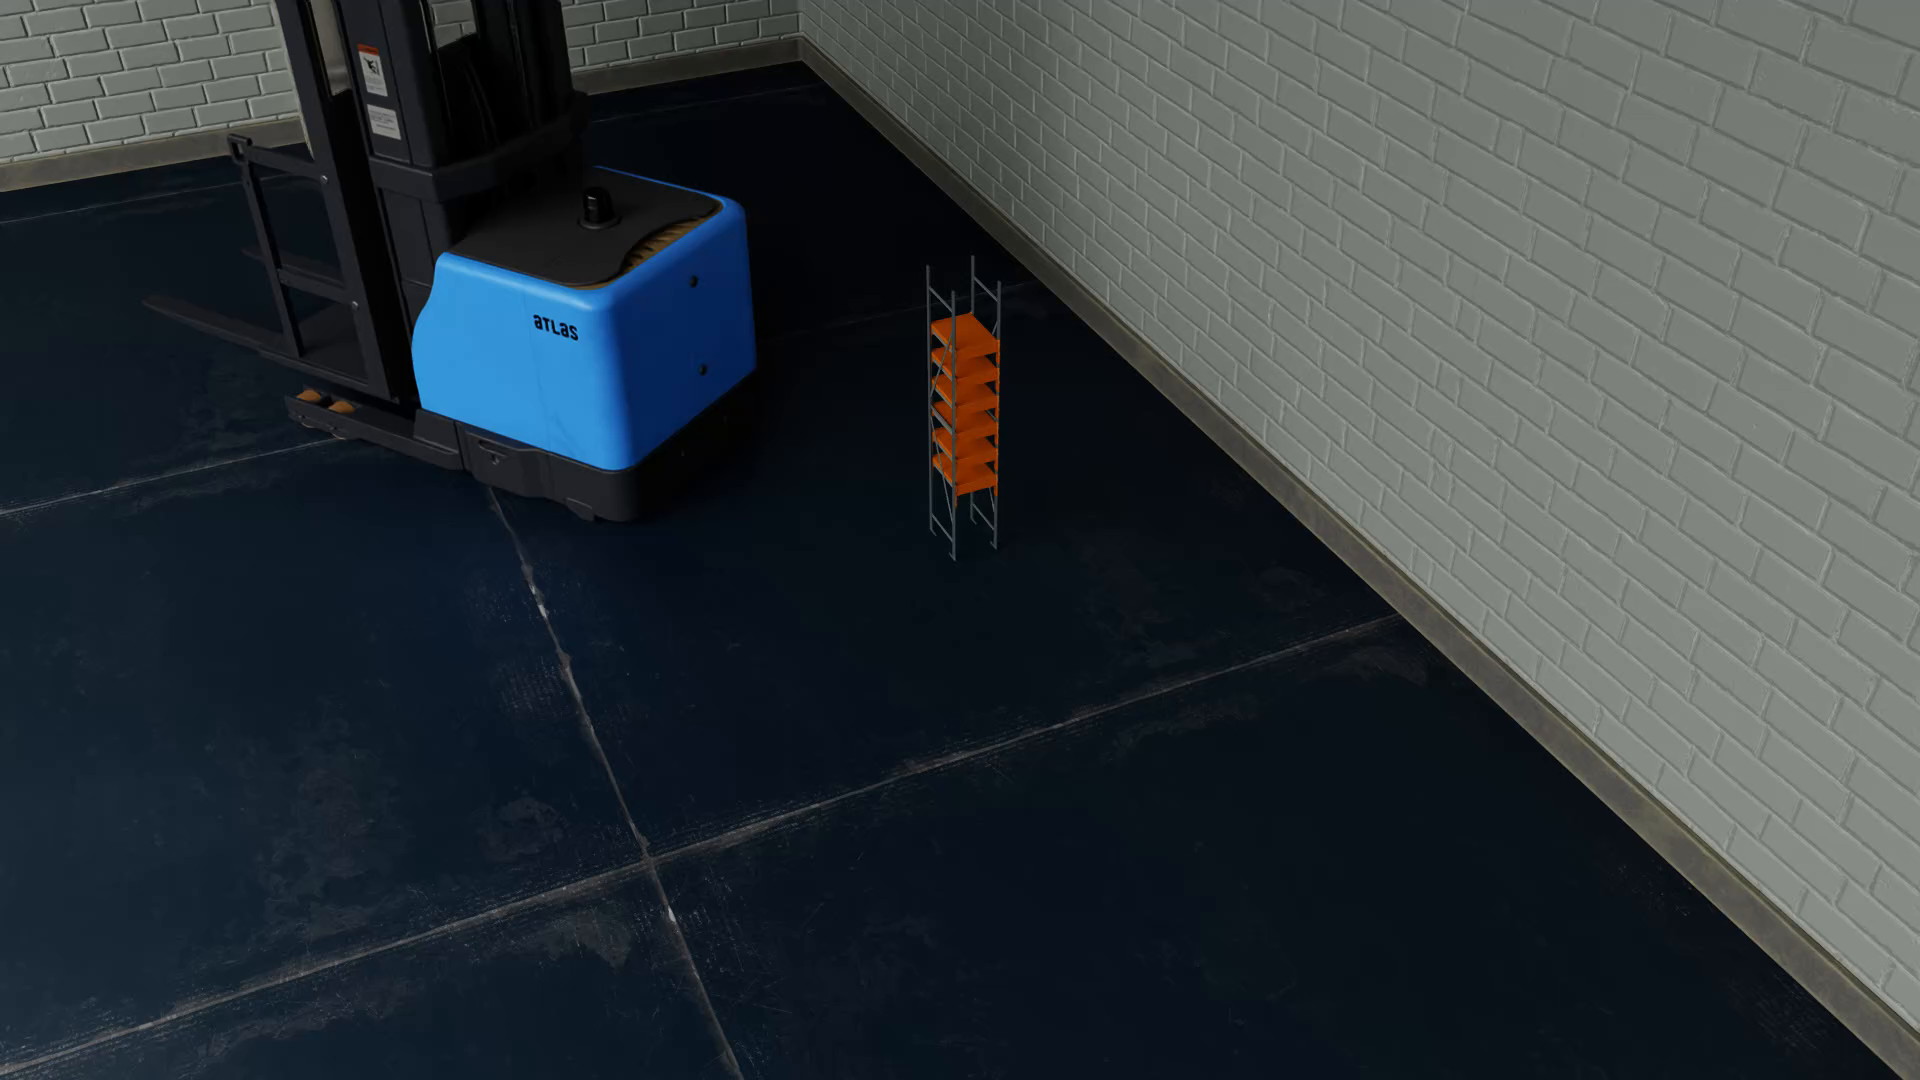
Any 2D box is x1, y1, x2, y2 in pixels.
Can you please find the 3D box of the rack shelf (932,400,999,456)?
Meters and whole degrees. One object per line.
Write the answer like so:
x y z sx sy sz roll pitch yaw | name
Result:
0.013 -0.450 6.424 0.180 0.103 0.258 -16 39 -20 | rack shelf

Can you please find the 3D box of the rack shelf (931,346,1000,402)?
0.013 -0.643 6.281 0.180 0.103 0.258 -16 39 -20 | rack shelf

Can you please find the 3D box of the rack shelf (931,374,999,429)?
0.013 -0.546 6.352 0.180 0.103 0.258 -16 39 -20 | rack shelf

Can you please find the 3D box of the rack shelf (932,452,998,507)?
0.013 -0.257 6.567 0.180 0.103 0.258 -16 39 -20 | rack shelf

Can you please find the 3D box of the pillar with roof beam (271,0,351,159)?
-1.860 -3.665 4.137 0.400 9.000 9.100 -16 39 -20 | pillar with roof beam

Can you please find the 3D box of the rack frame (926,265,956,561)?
-0.070 -0.462 6.366 0.006 1.200 0.240 -16 39 -20 | rack frame

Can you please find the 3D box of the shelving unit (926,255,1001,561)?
0.013 -0.486 6.398 0.189 1.200 0.258 -16 39 -20 | shelving unit

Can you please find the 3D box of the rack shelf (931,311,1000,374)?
0.013 -0.739 6.210 0.180 0.103 0.258 -16 39 -20 | rack shelf

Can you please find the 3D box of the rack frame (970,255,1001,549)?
0.096 -0.509 6.429 0.006 1.200 0.240 -16 39 -20 | rack frame

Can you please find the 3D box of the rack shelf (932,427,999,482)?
0.013 -0.354 6.495 0.180 0.103 0.258 -16 39 -20 | rack shelf

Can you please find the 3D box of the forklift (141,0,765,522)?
-2.409 -1.878 6.821 3.031 2.935 1.130 18 40 23 | forklift
